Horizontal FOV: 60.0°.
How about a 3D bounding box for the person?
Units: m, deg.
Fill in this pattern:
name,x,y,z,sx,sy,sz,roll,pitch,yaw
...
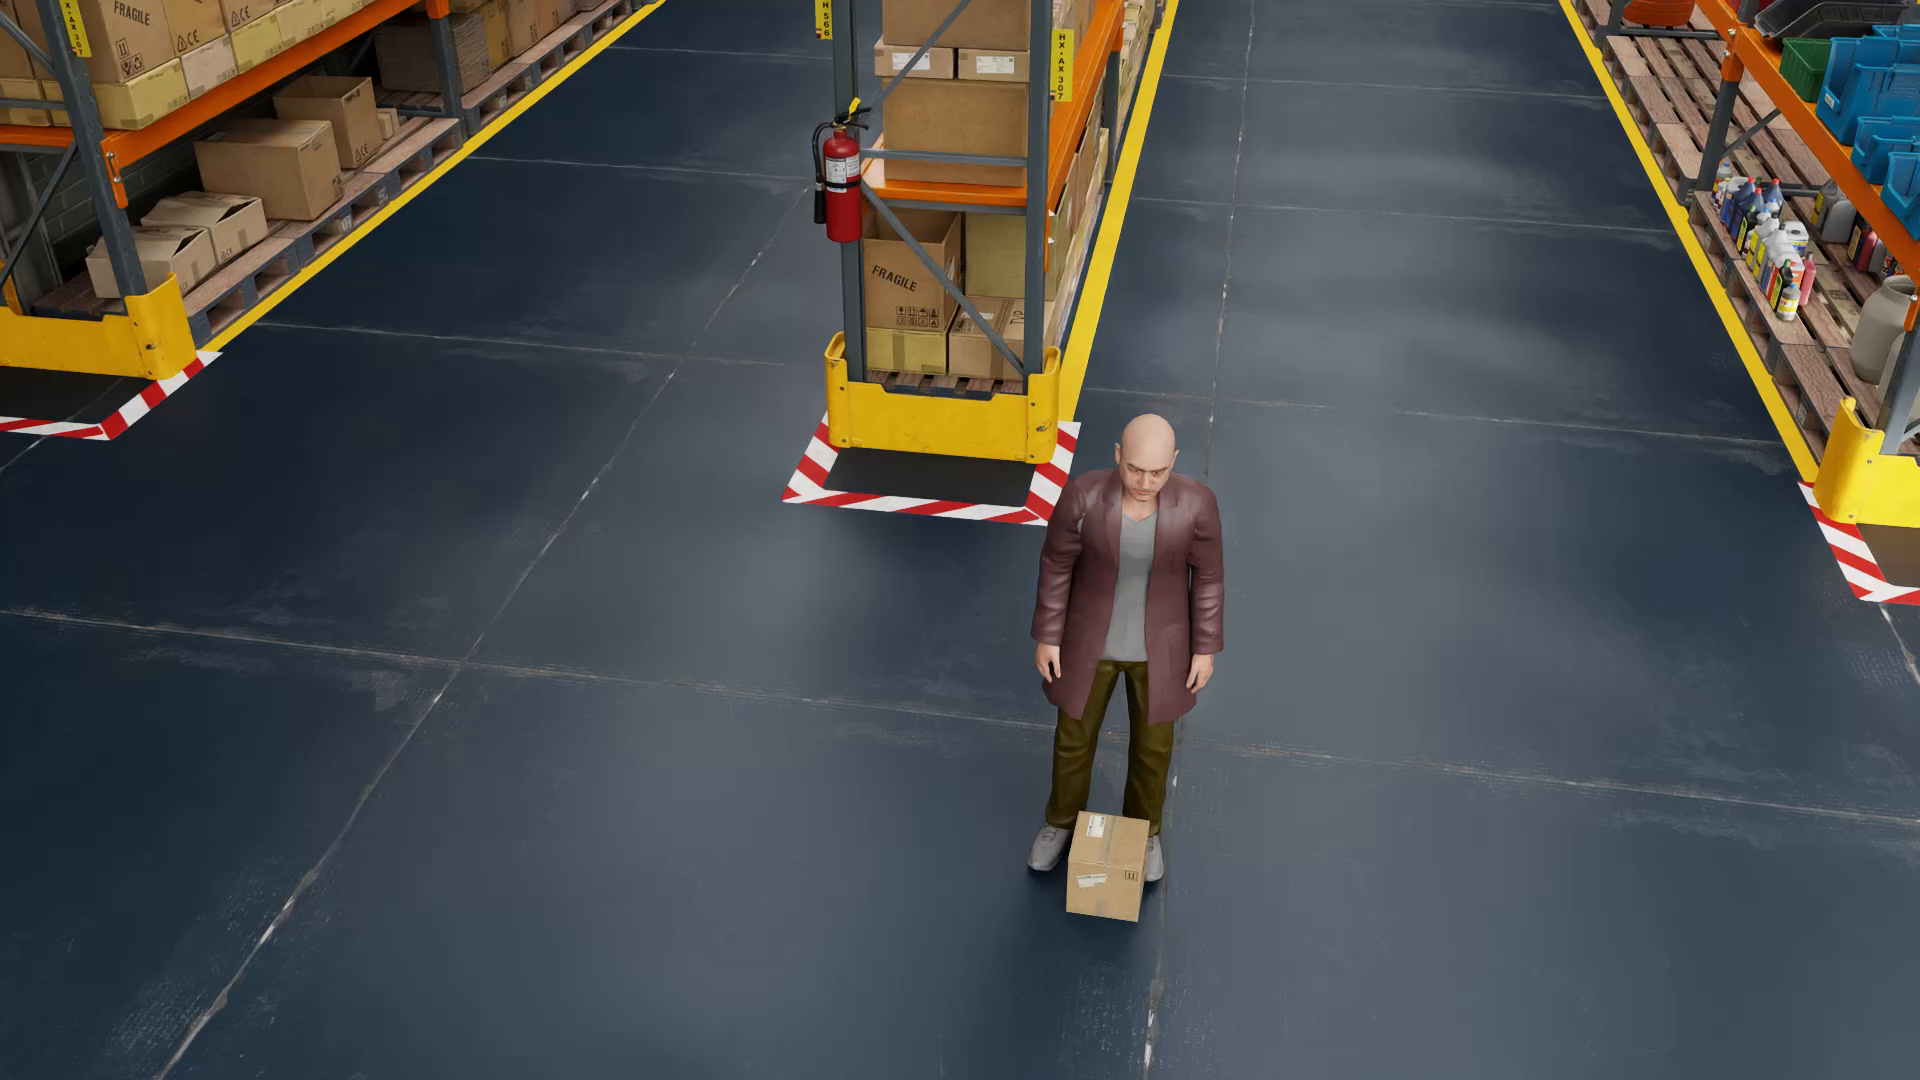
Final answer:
name,x,y,z,sx,sy,sz,roll,pitch,yaw
person,0.557,0.356,5.582,0.645,1.772,0.429,3,32,5
